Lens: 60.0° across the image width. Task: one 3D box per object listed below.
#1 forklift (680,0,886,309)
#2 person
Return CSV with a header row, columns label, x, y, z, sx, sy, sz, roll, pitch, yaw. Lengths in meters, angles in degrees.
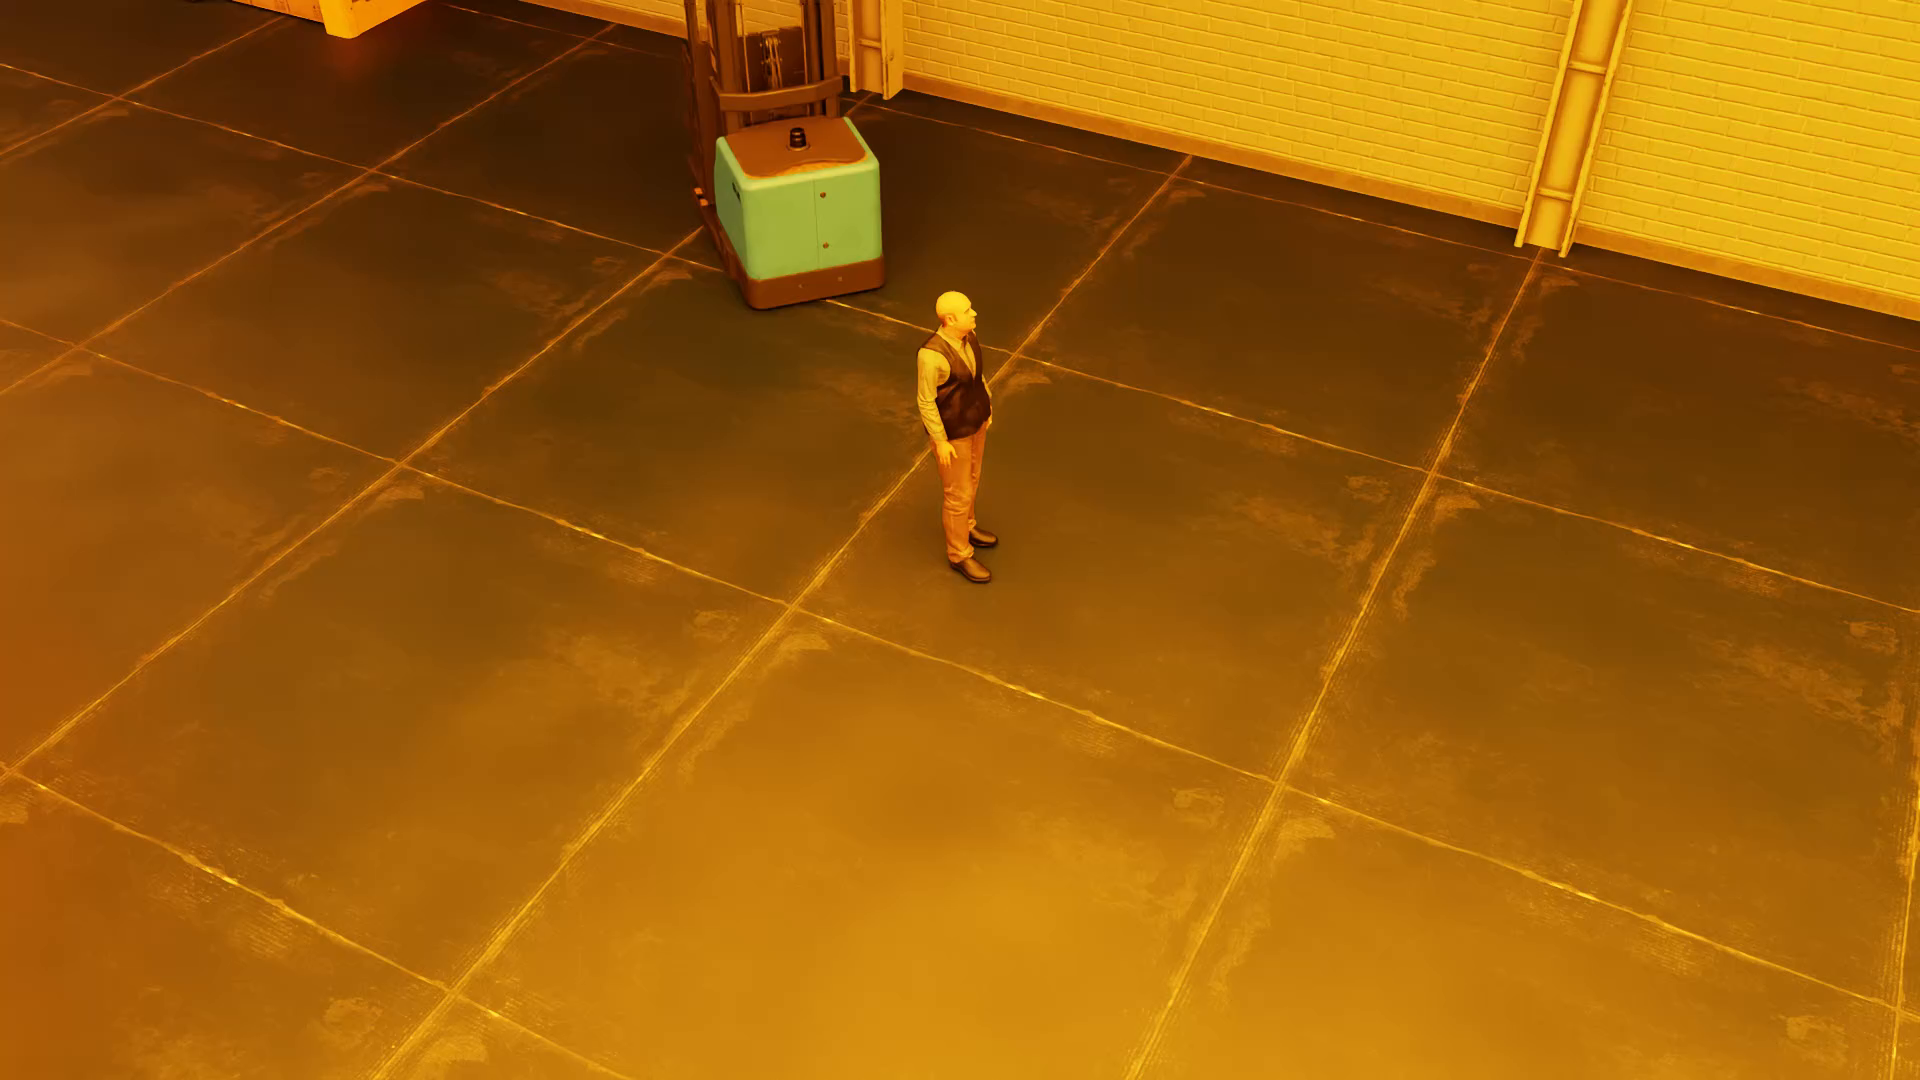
label,x,y,z,sx,sy,sz,roll,pitch,yaw
forklift,-1.536,-3.767,12.459,1.130,2.935,3.031,-13,42,-15
person,0.051,-0.641,9.675,0.568,1.720,0.632,18,43,21
